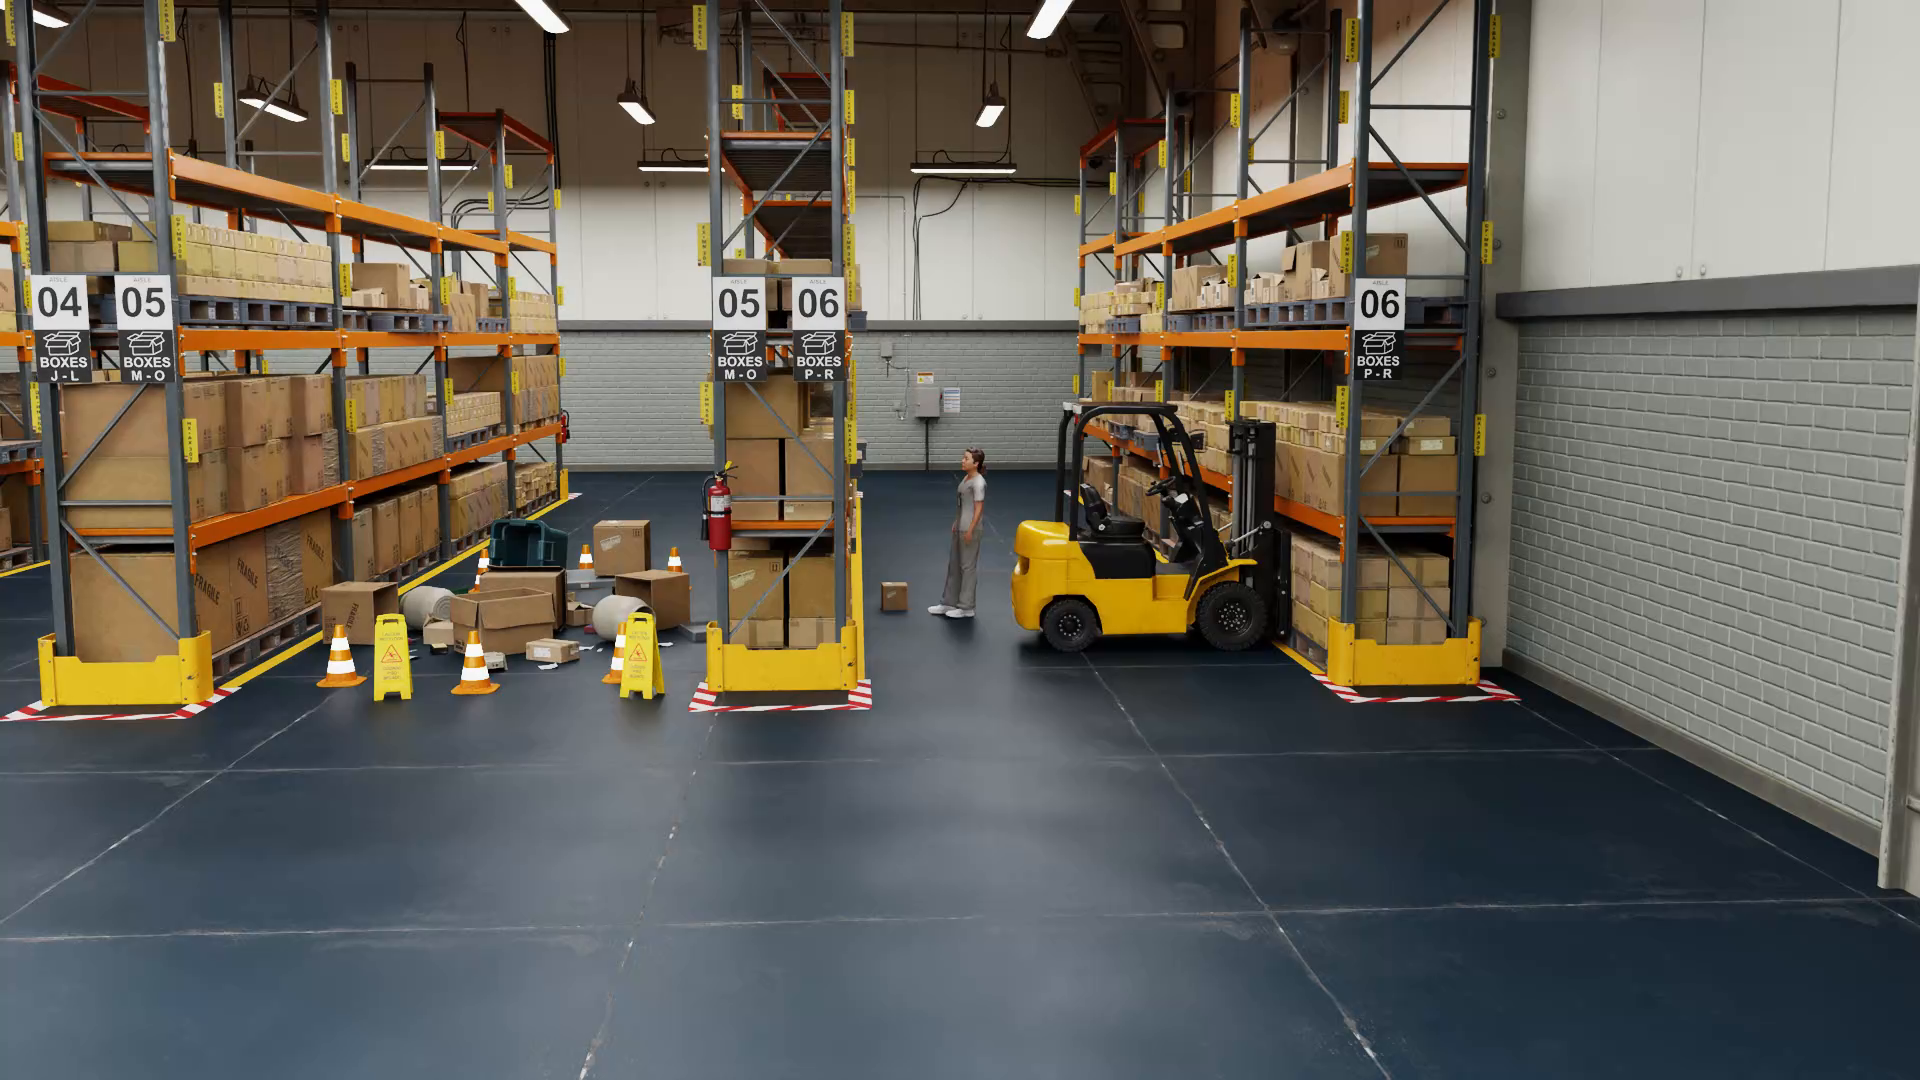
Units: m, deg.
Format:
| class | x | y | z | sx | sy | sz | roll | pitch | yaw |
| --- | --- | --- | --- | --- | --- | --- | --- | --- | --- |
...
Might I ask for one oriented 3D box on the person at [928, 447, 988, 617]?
| class | x | y | z | sx | sy | sz | roll | pitch | yaw |
| --- | --- | --- | --- | --- | --- | --- | --- | --- | --- |
| person | 0.005 | -0.078 | 16.322 | 0.548 | 1.674 | 0.550 | -2 | 7 | -15 |
